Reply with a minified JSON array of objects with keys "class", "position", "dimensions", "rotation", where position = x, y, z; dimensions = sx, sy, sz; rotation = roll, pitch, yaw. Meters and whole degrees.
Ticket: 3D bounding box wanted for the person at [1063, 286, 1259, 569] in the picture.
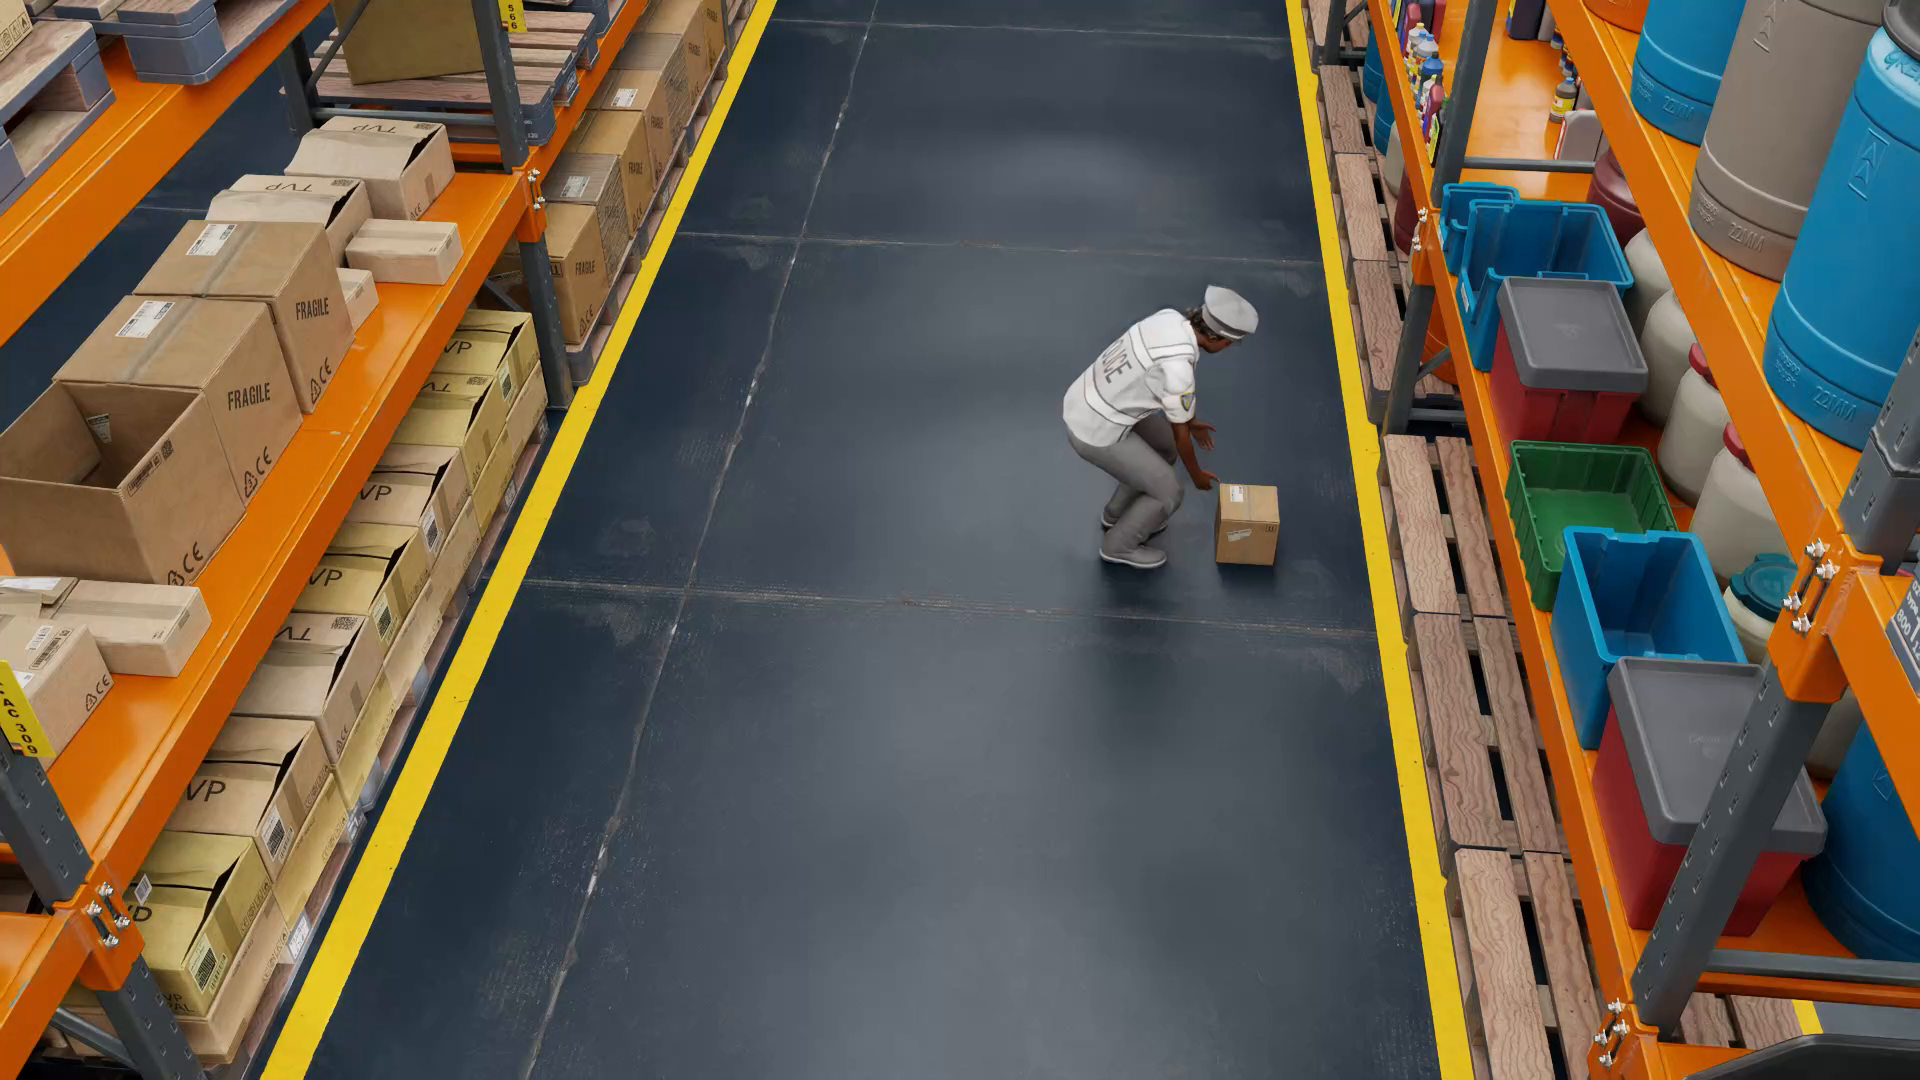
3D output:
[{"class":"person","position":[0.819,-0.496,7.048],"dimensions":[0.769,1.274,0.495],"rotation":[3,40,4]}]
